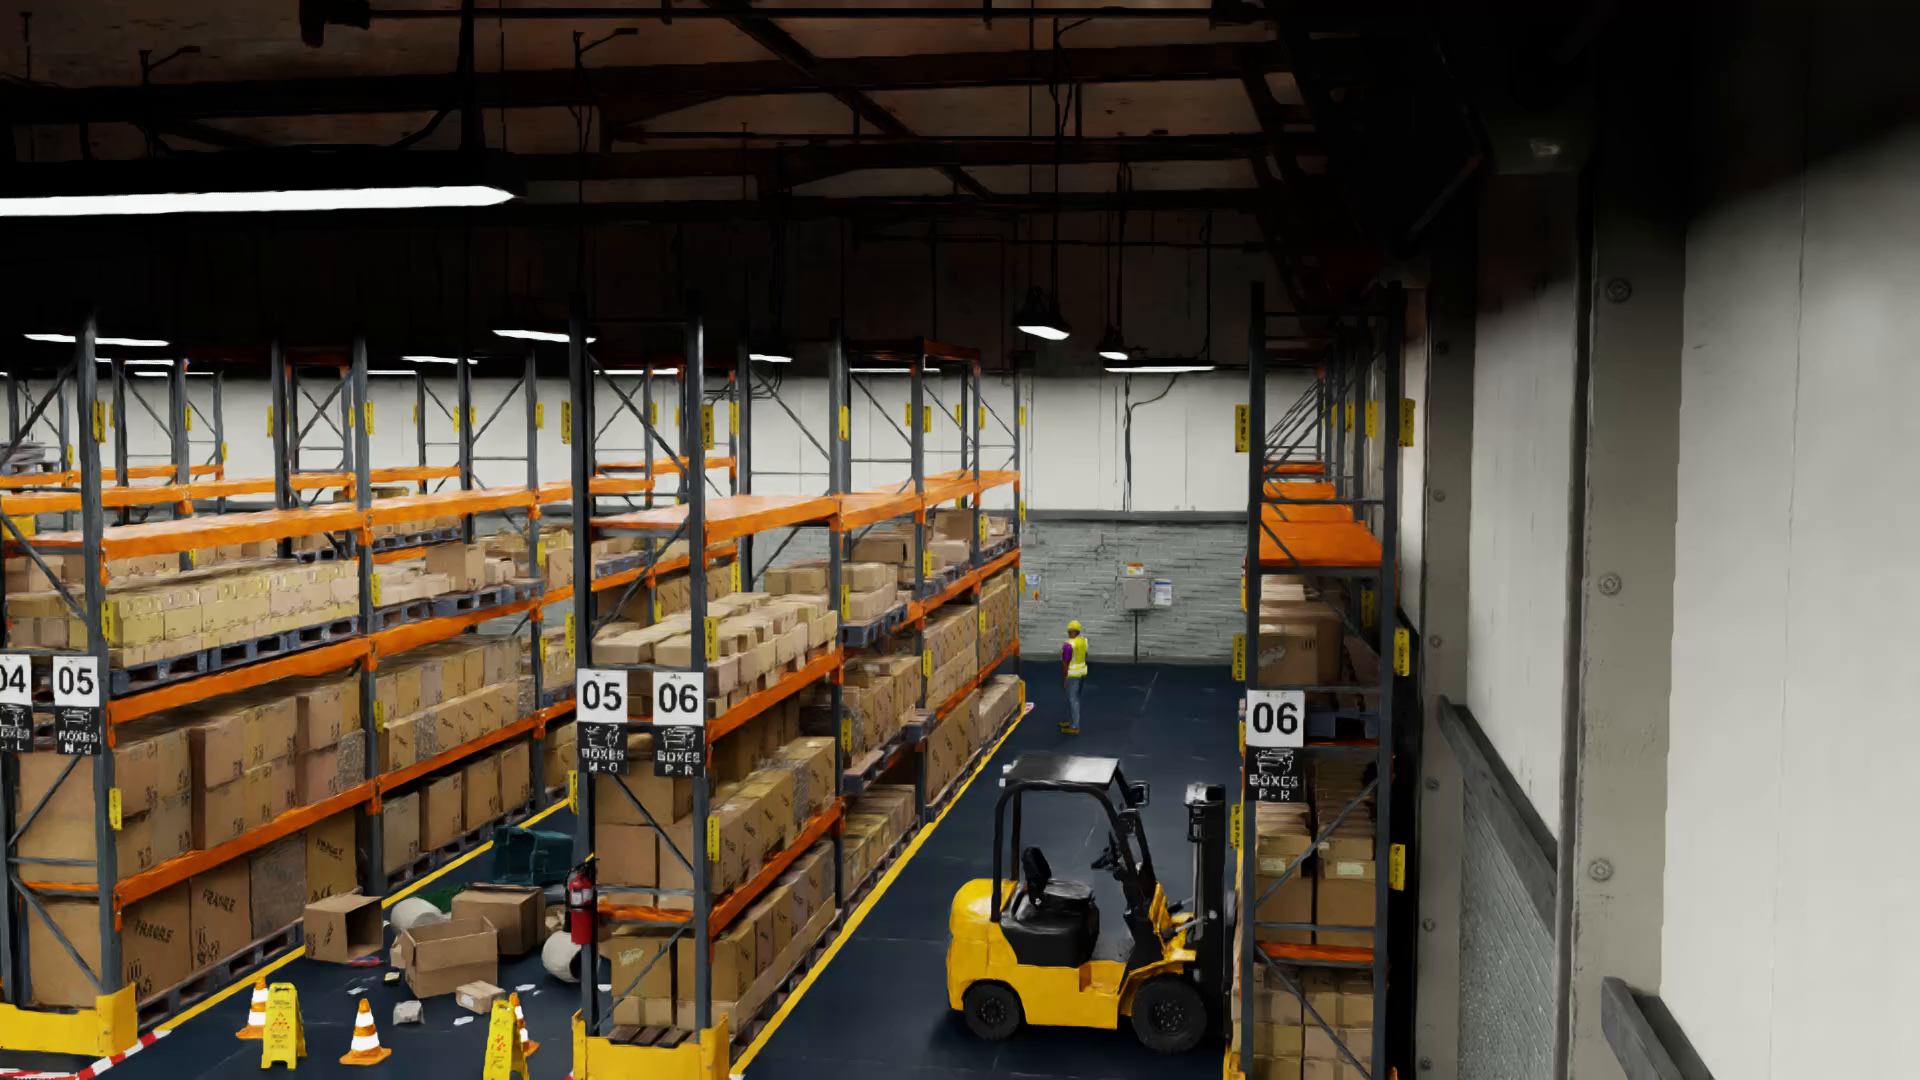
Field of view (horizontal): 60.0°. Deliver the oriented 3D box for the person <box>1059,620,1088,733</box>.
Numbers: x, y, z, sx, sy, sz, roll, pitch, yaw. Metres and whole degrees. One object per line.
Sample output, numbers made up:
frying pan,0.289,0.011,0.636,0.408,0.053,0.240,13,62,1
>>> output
person,1.764,2.148,26.364,0.503,1.764,0.624,4,6,39
